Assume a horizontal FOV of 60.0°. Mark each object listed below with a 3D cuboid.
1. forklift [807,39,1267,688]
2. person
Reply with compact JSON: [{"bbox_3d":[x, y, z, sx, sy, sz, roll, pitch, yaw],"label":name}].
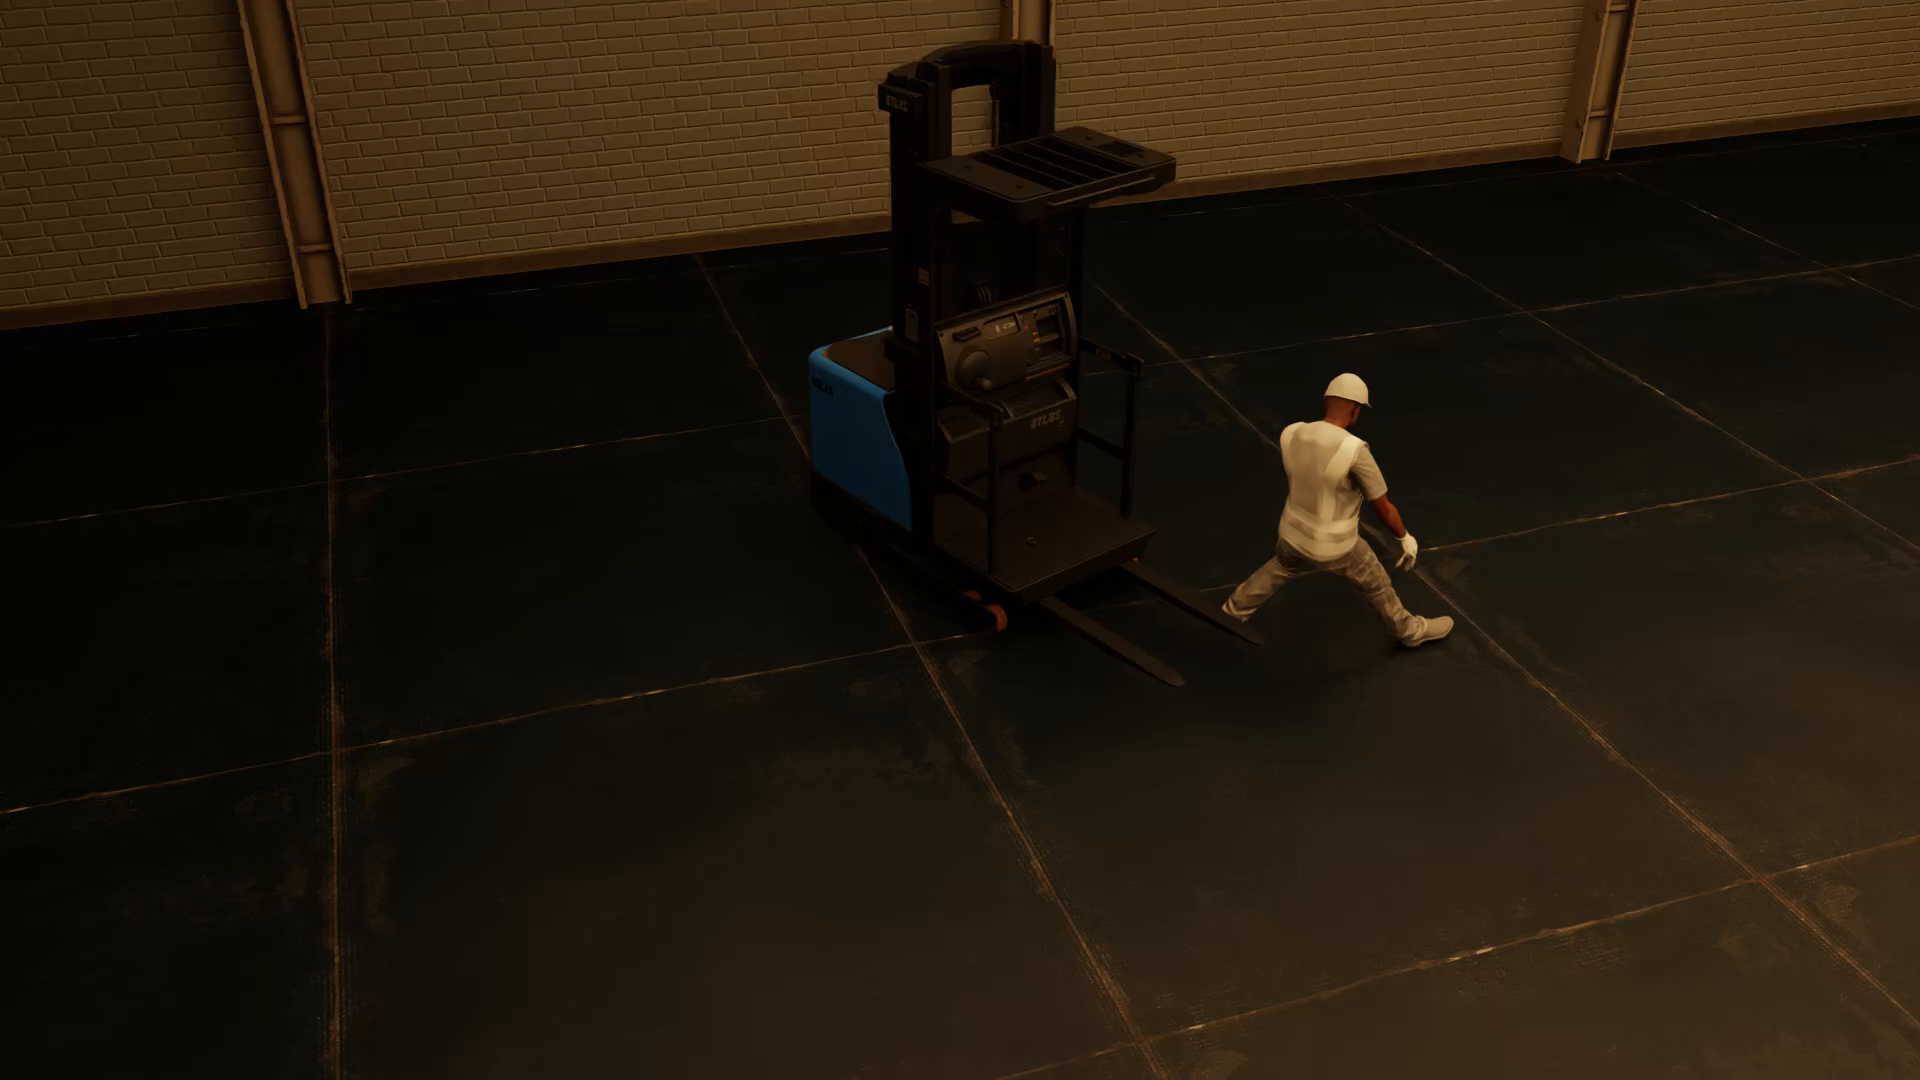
[{"bbox_3d":[0.396,-1.035,8.887,1.130,2.935,3.031,-22,36,-33],"label":"forklift"},{"bbox_3d":[2.053,-0.162,8.750,1.007,1.581,0.990,-19,35,-29],"label":"person"}]
